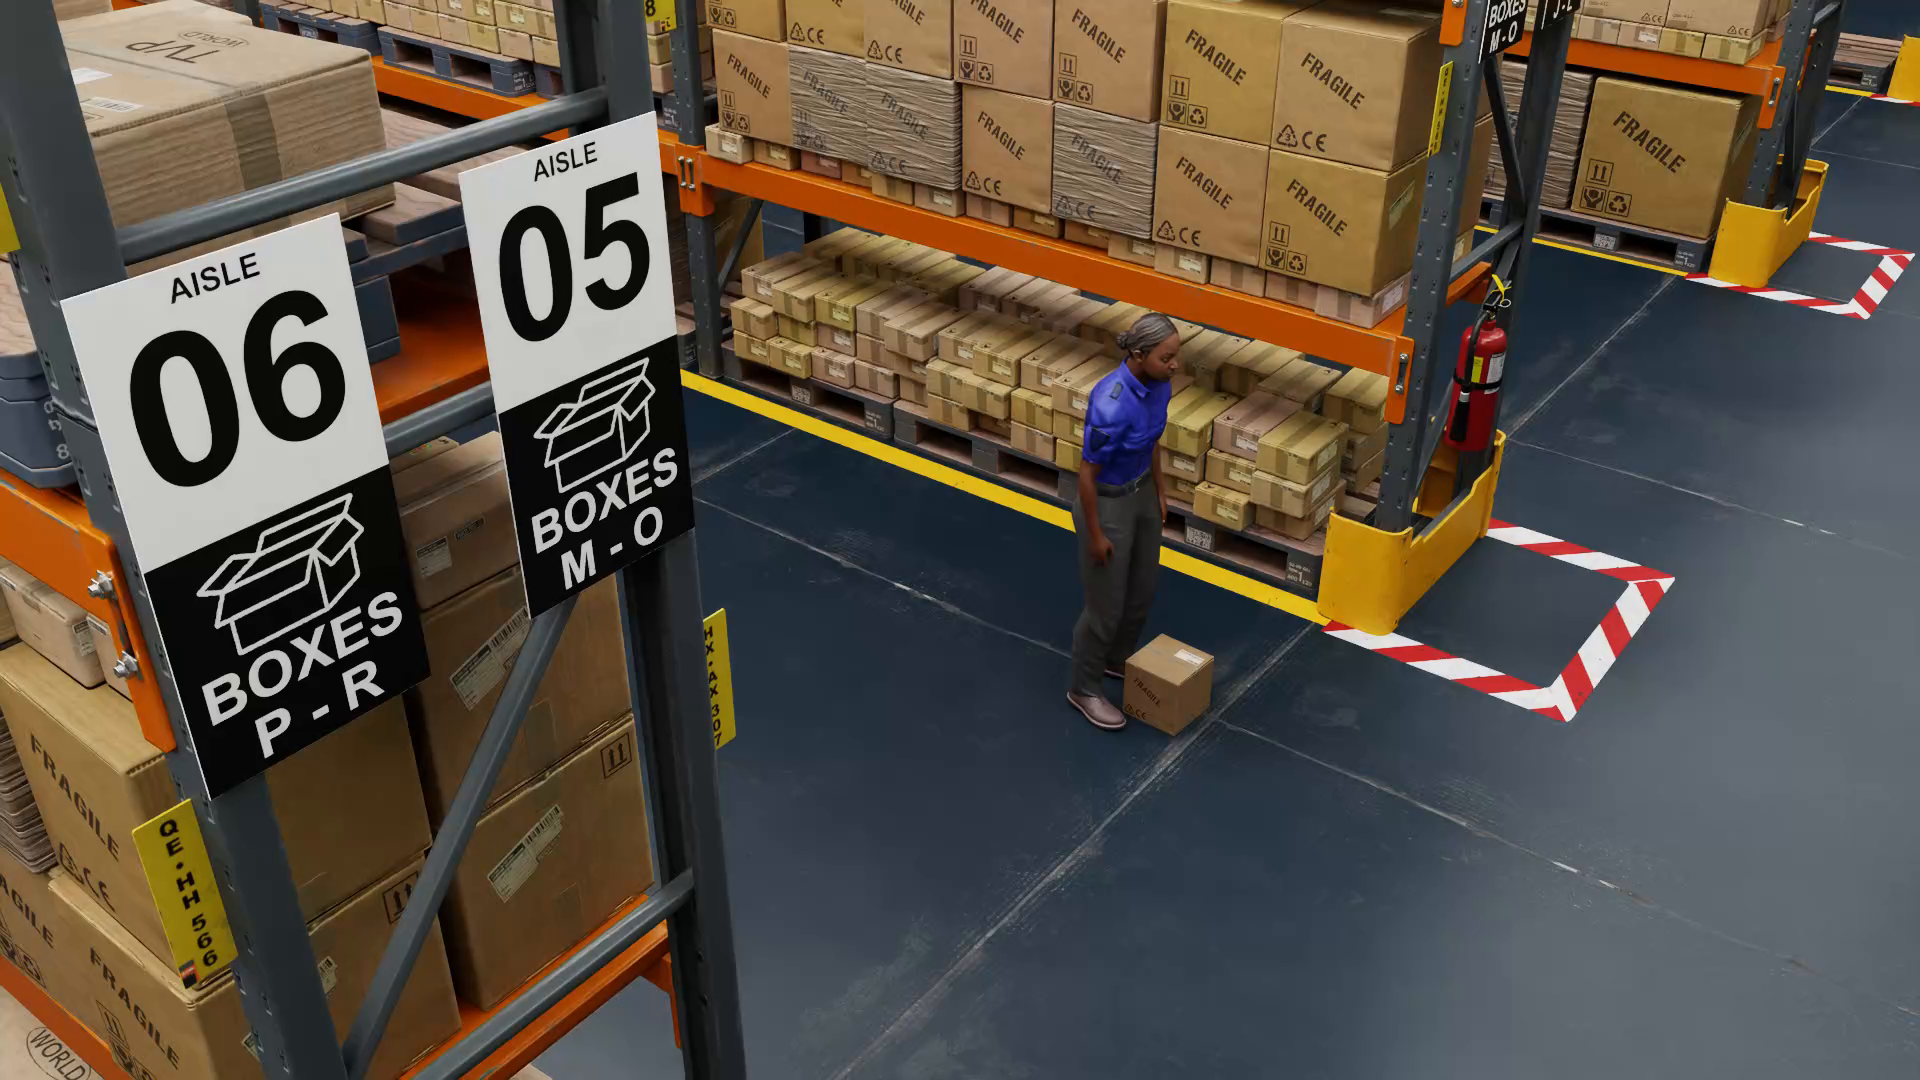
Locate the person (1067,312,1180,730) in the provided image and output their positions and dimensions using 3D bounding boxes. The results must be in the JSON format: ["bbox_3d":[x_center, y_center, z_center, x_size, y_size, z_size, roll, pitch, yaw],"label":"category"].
[{"bbox_3d":[0.623,-0.100,6.304,0.349,1.654,0.504,22,37,31],"label":"person"}]
